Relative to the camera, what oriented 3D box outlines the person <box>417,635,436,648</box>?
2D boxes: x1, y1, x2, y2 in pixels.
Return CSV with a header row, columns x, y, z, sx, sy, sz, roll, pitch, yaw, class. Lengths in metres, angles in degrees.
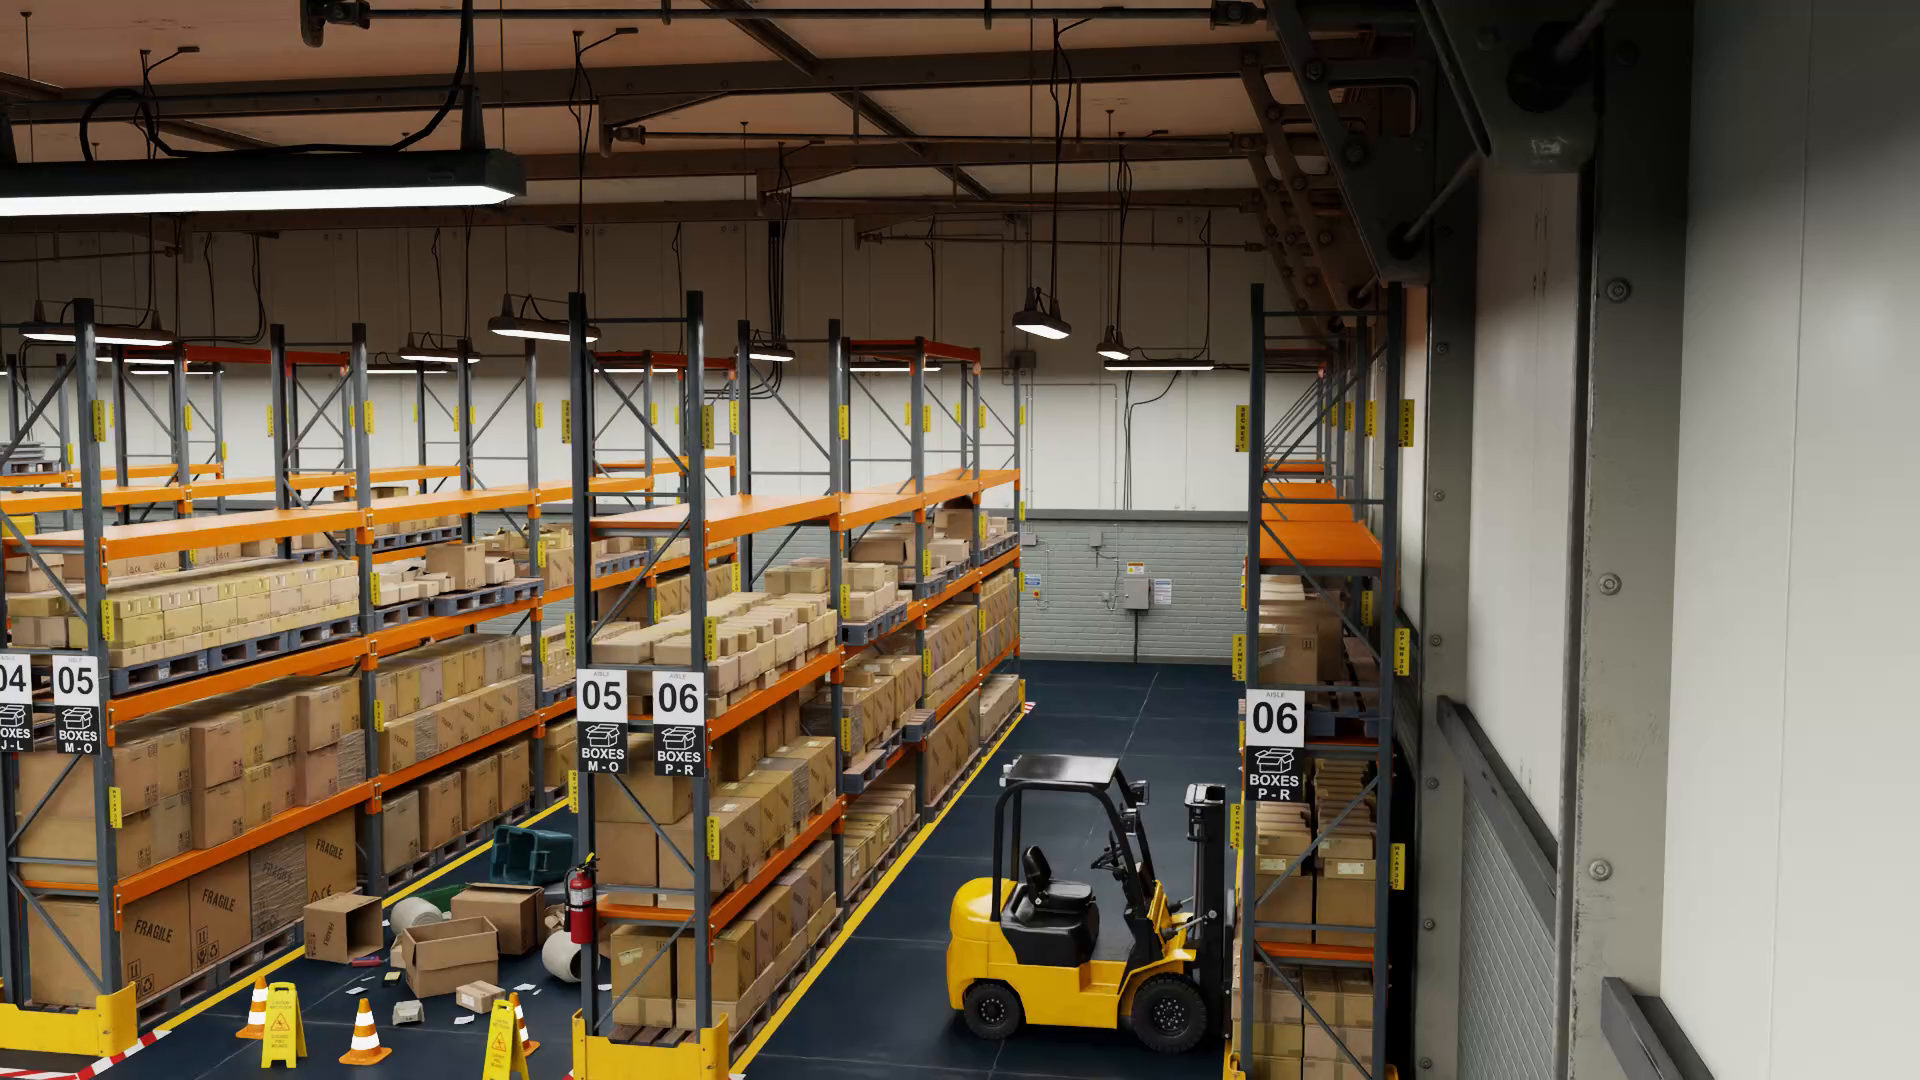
x,y,z,sx,sy,sz,roll,pitch,yaw,class
-8.170,2.273,25.842,0.483,1.706,0.601,3,6,35,person
